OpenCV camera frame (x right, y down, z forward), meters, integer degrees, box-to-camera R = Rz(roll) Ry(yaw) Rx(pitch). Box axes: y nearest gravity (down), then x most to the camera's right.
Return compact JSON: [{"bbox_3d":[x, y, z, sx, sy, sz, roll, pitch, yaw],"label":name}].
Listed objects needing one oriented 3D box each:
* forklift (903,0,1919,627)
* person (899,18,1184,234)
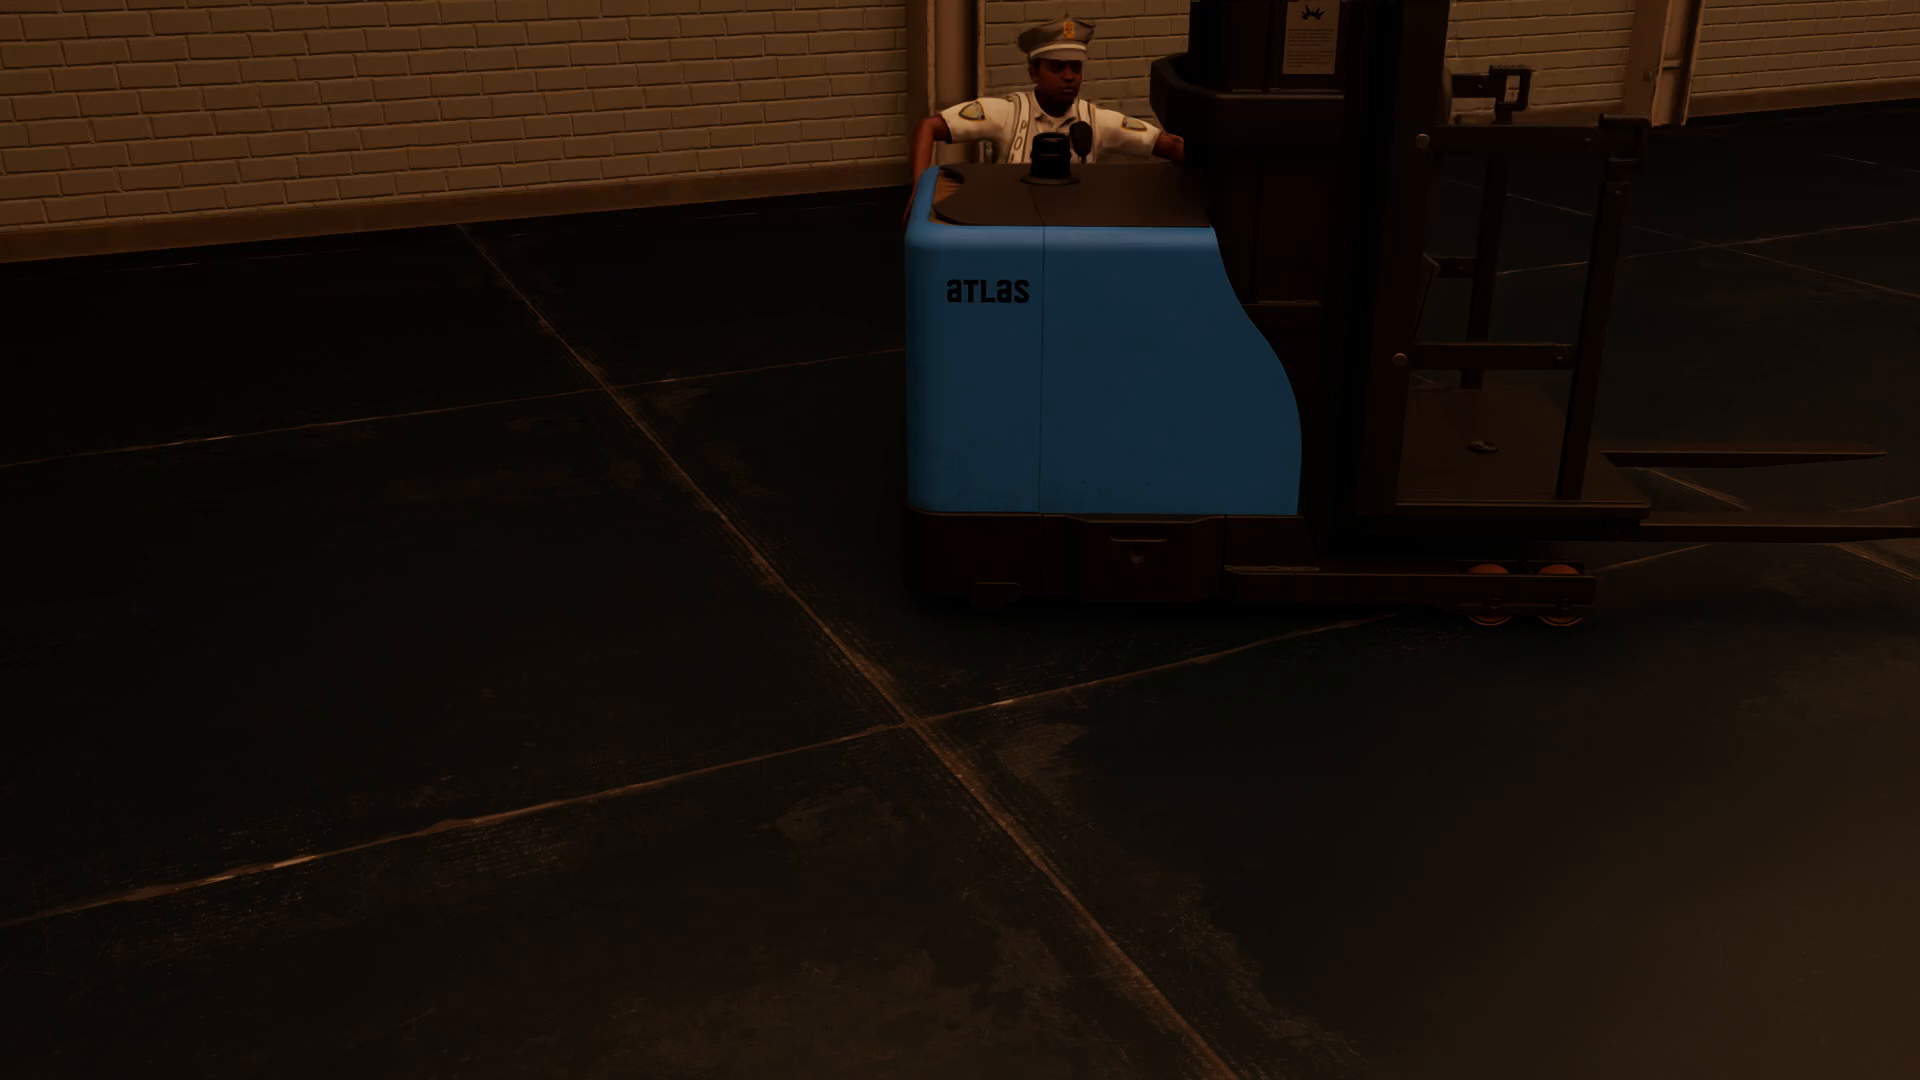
[{"bbox_3d":[1.368,-1.324,4.473,3.031,2.935,1.130,0,23,1],"label":"forklift"},{"bbox_3d":[0.312,-0.887,5.320,1.020,1.463,0.813,-7,24,-17],"label":"person"}]
